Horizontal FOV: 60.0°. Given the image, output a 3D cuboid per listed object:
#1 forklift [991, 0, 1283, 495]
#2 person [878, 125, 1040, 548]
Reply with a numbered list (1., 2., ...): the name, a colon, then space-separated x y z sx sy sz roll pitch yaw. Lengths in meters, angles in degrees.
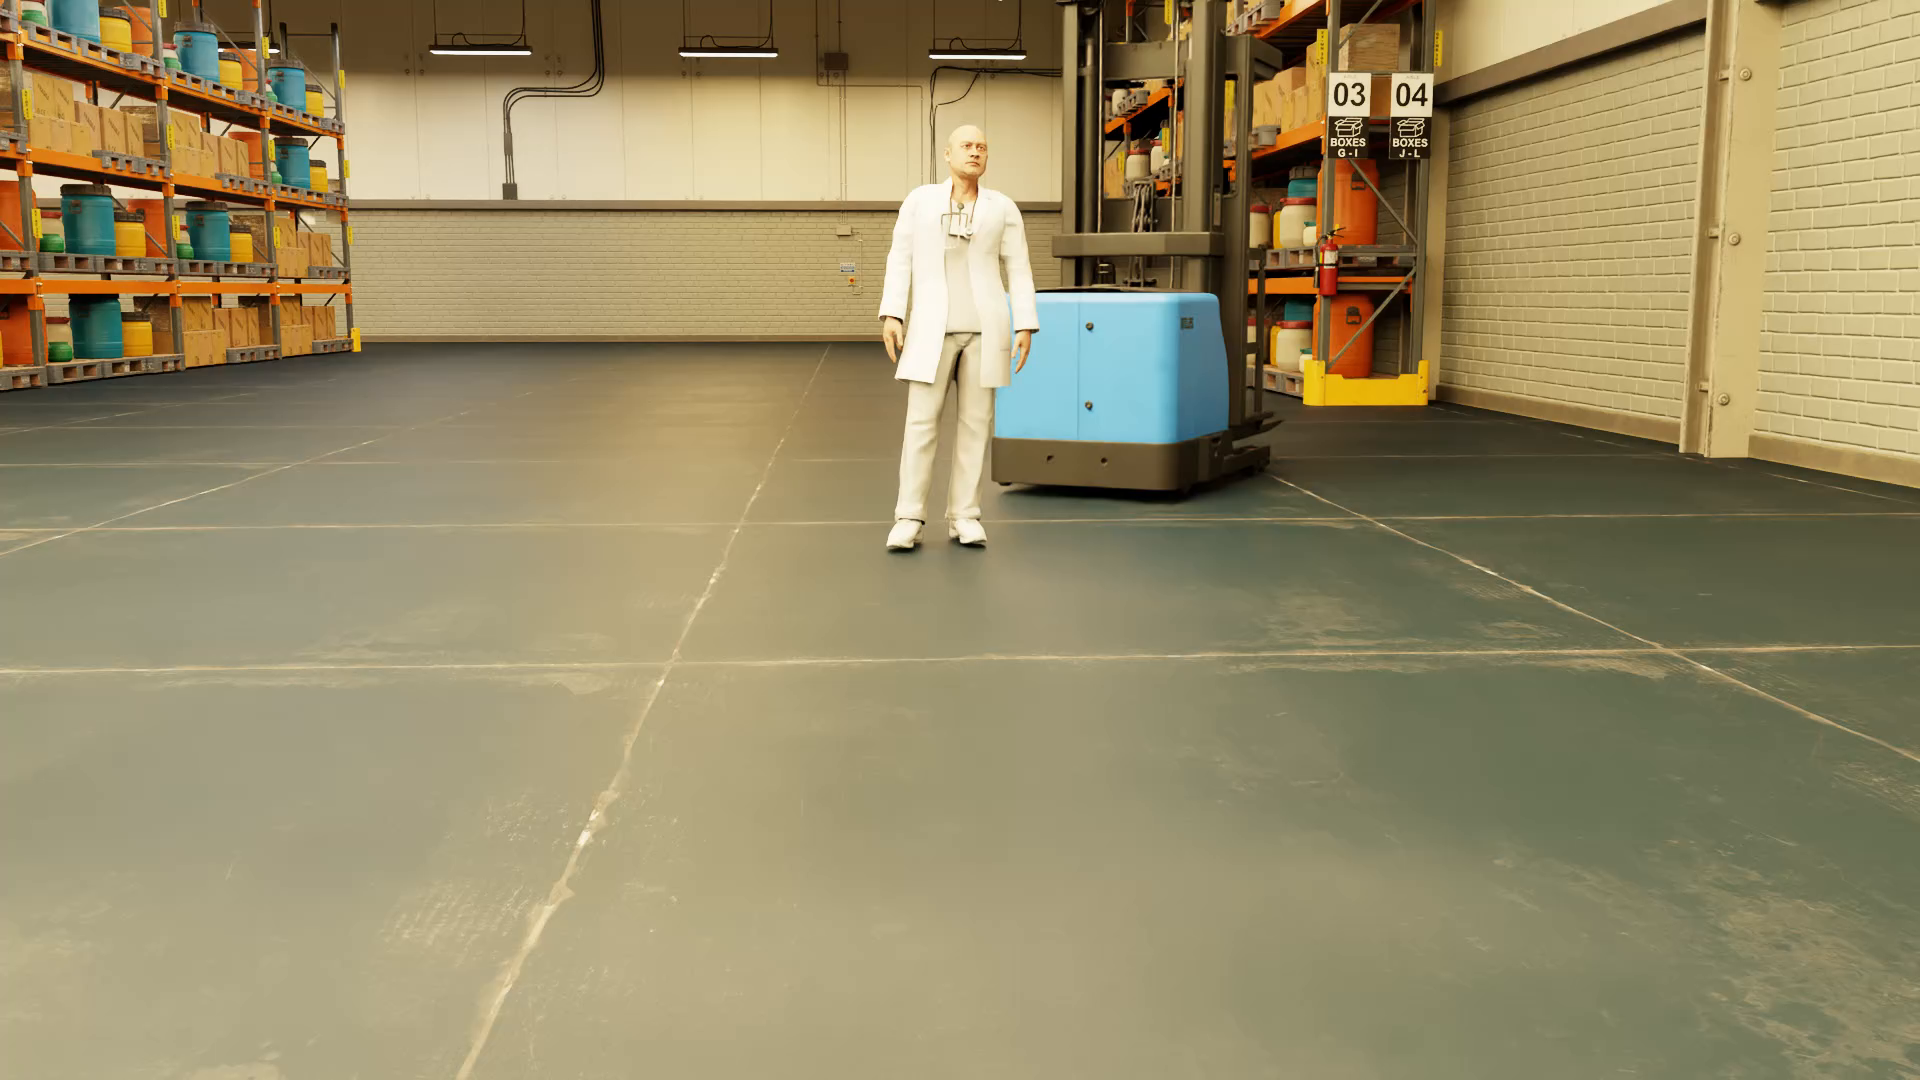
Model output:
1. forklift: 1.245 -1.862 9.870 1.130 2.935 3.031 4 9 24
2. person: 0.001 -0.873 7.089 0.694 1.776 0.581 -1 8 -4
